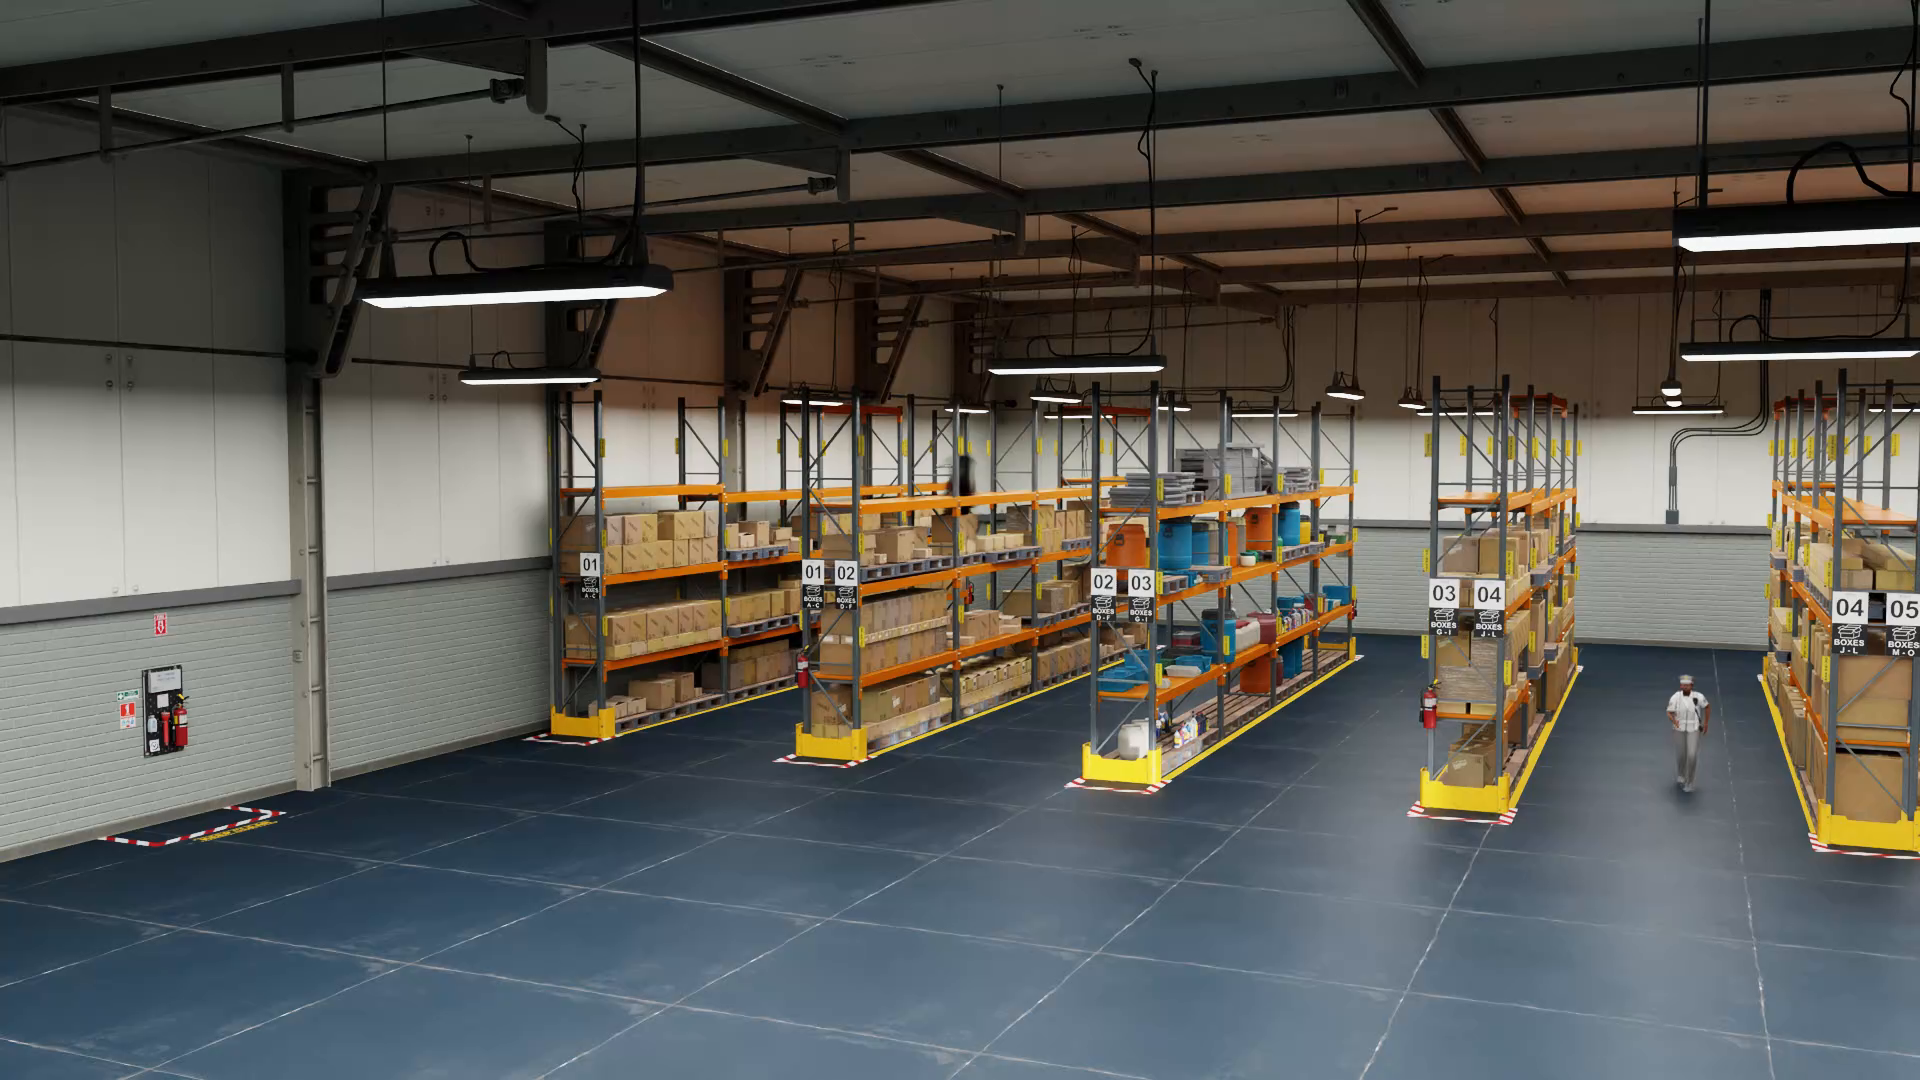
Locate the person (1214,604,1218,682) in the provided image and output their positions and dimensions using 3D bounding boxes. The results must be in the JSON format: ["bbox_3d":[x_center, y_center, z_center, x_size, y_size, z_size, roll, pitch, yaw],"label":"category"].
[{"bbox_3d":[5.601,2.179,35.695,0.675,1.710,0.698,1,3,10],"label":"person"}]

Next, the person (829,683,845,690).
[{"bbox_3d":[-2.182,2.478,31.008,0.500,1.695,0.772,1,3,13],"label":"person"}]

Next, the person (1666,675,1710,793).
[{"bbox_3d":[10.649,2.830,24.338,0.575,1.745,0.795,2,4,29],"label":"person"}]
